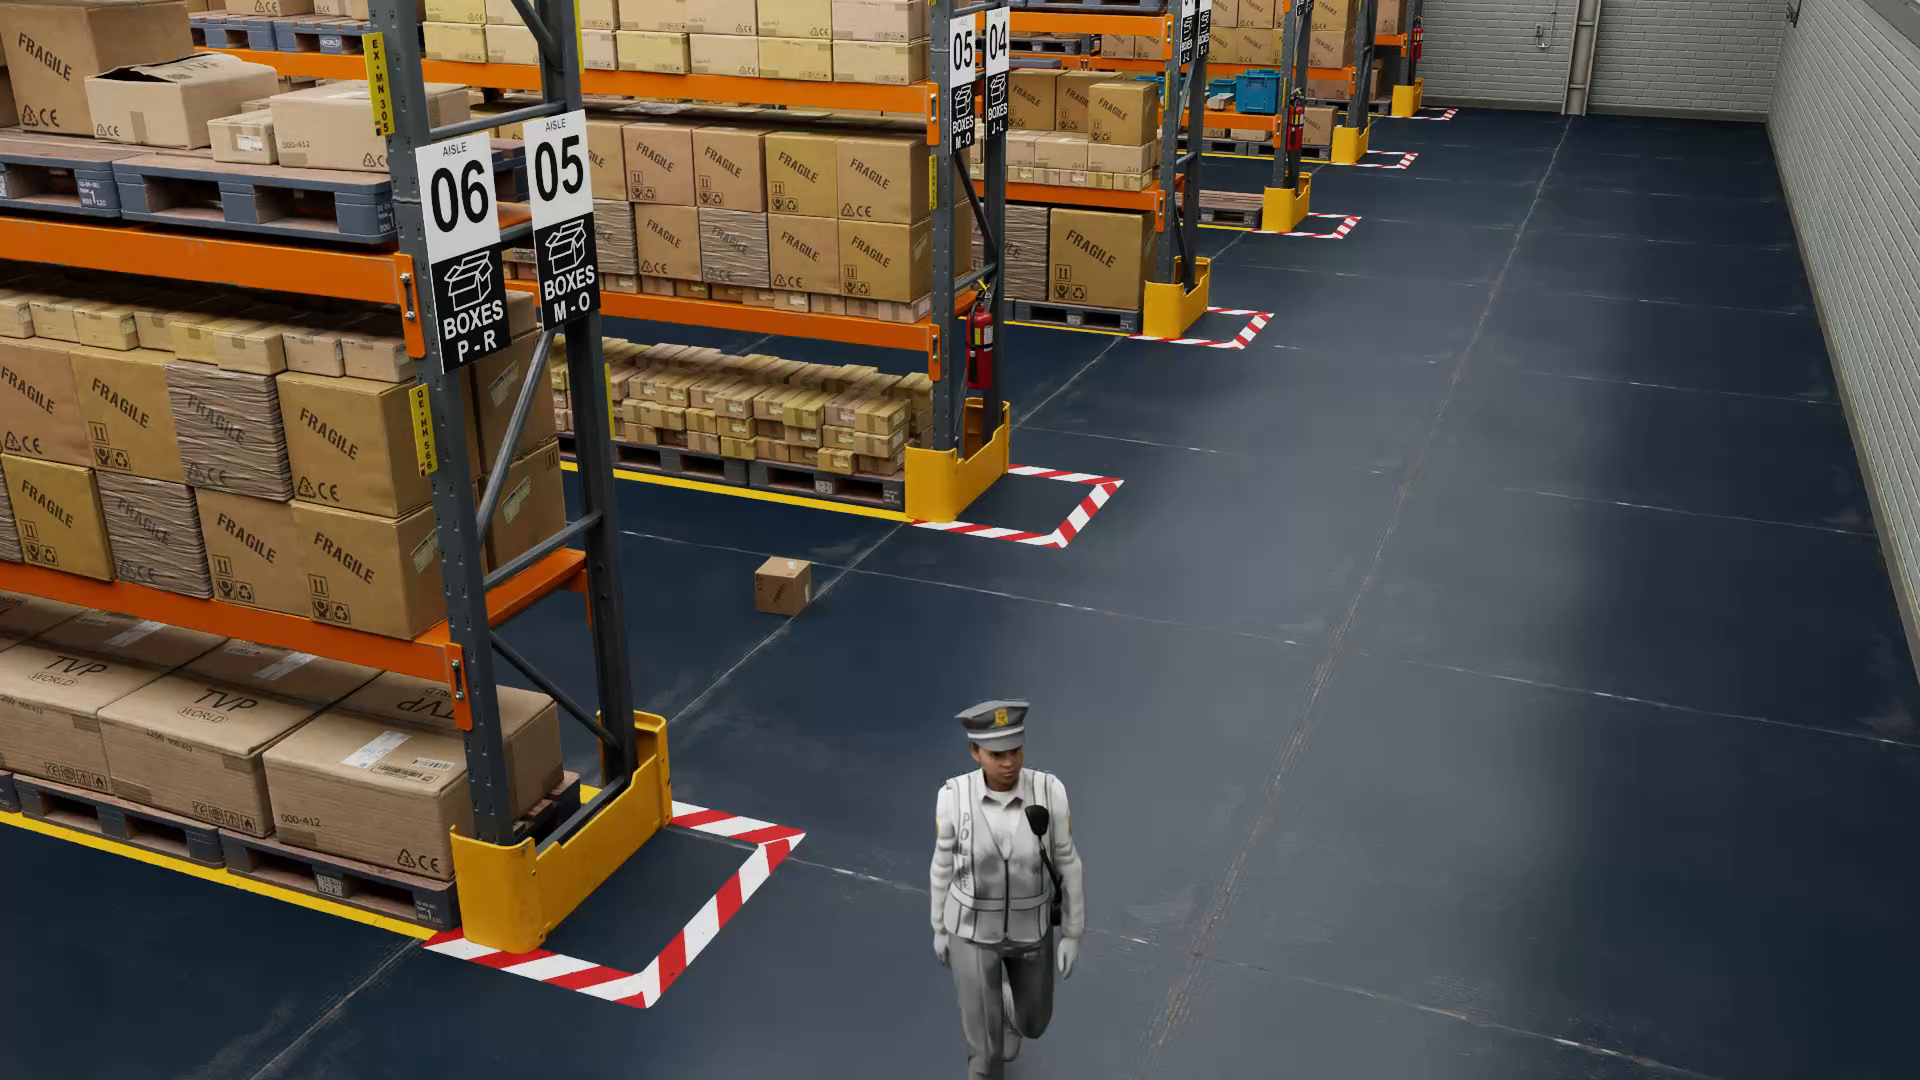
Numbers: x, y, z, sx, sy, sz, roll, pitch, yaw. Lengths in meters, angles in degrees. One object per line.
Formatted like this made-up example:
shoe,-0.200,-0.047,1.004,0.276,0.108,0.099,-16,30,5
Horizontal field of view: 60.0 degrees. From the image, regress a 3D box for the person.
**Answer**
person,0.152,1.251,5.503,0.491,1.661,0.814,-3,23,-7
